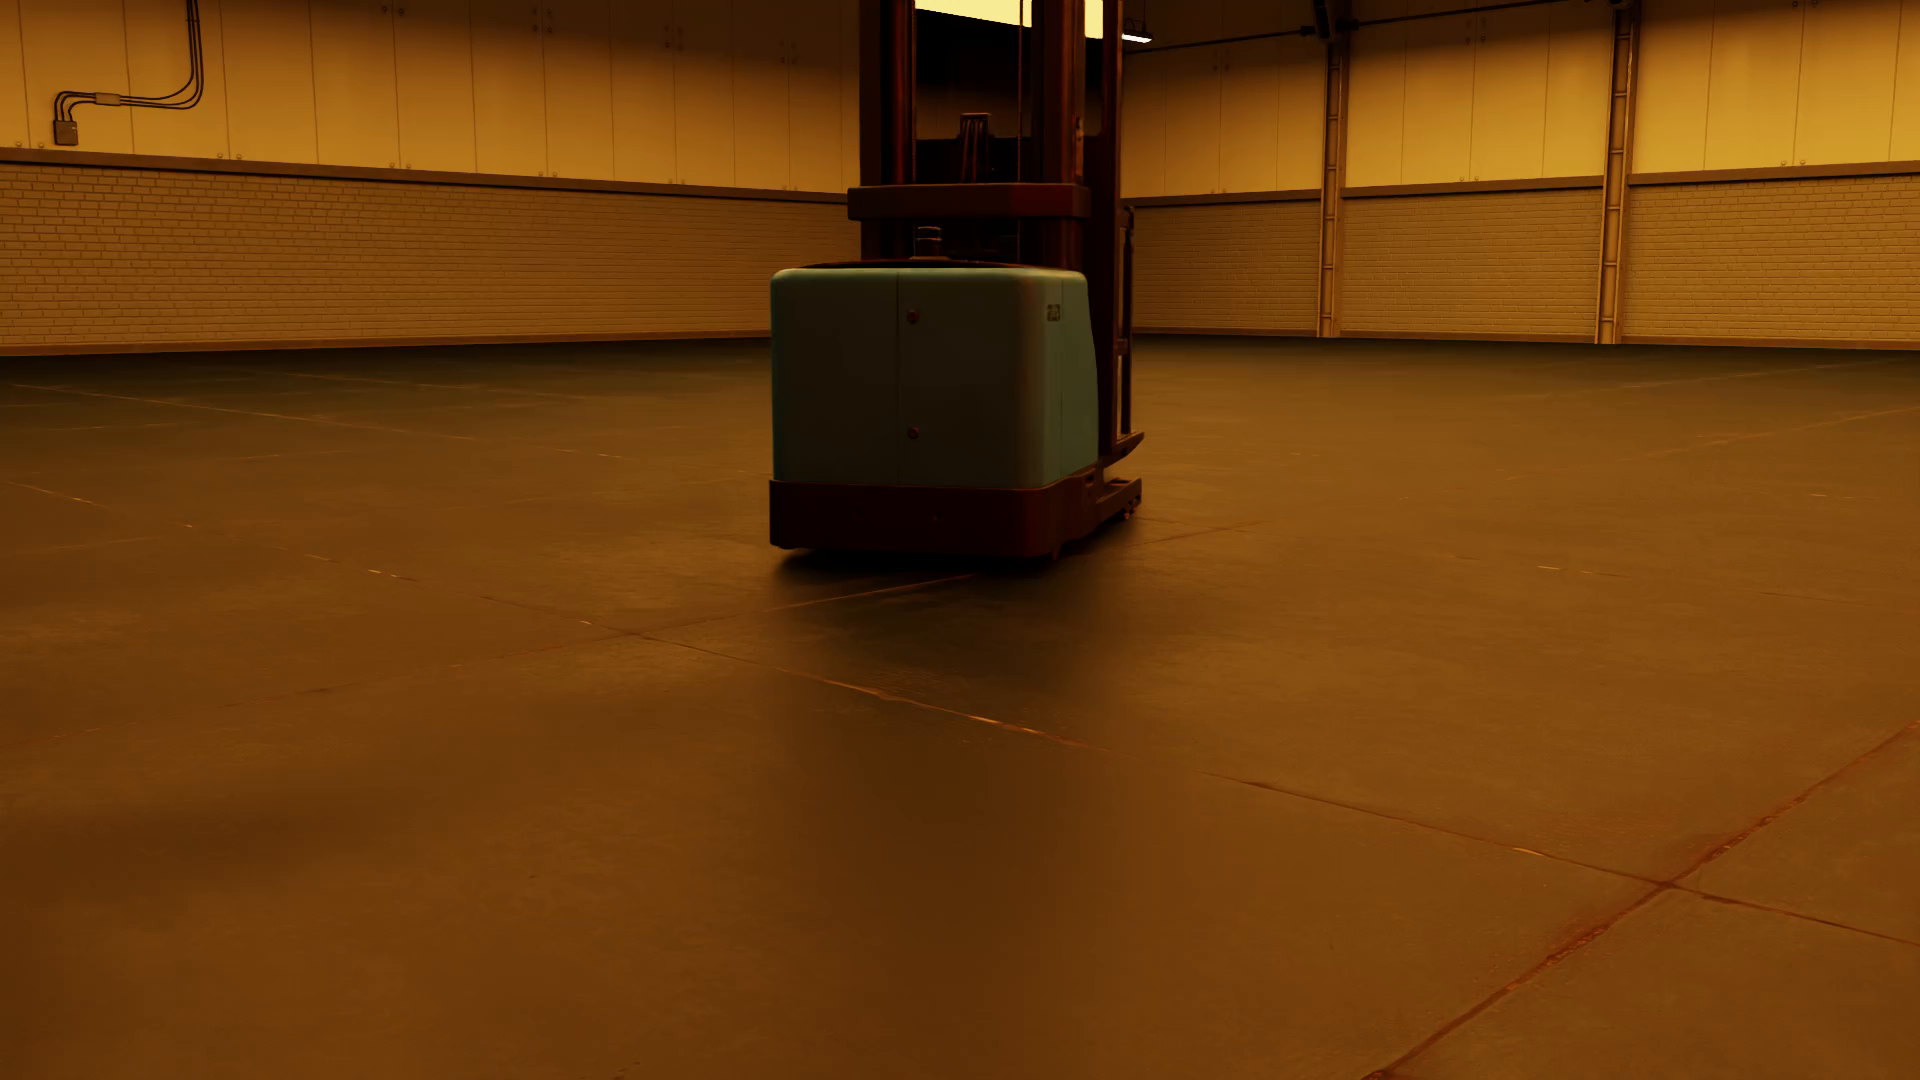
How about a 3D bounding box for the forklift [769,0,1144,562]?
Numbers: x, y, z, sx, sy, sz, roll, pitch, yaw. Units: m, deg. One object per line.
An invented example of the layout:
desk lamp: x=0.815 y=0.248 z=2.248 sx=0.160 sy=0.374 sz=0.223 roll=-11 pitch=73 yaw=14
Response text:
forklift: x=0.196 y=-1.551 z=7.174 sx=1.130 sy=2.935 sz=3.031 roll=2 pitch=9 yaw=16
